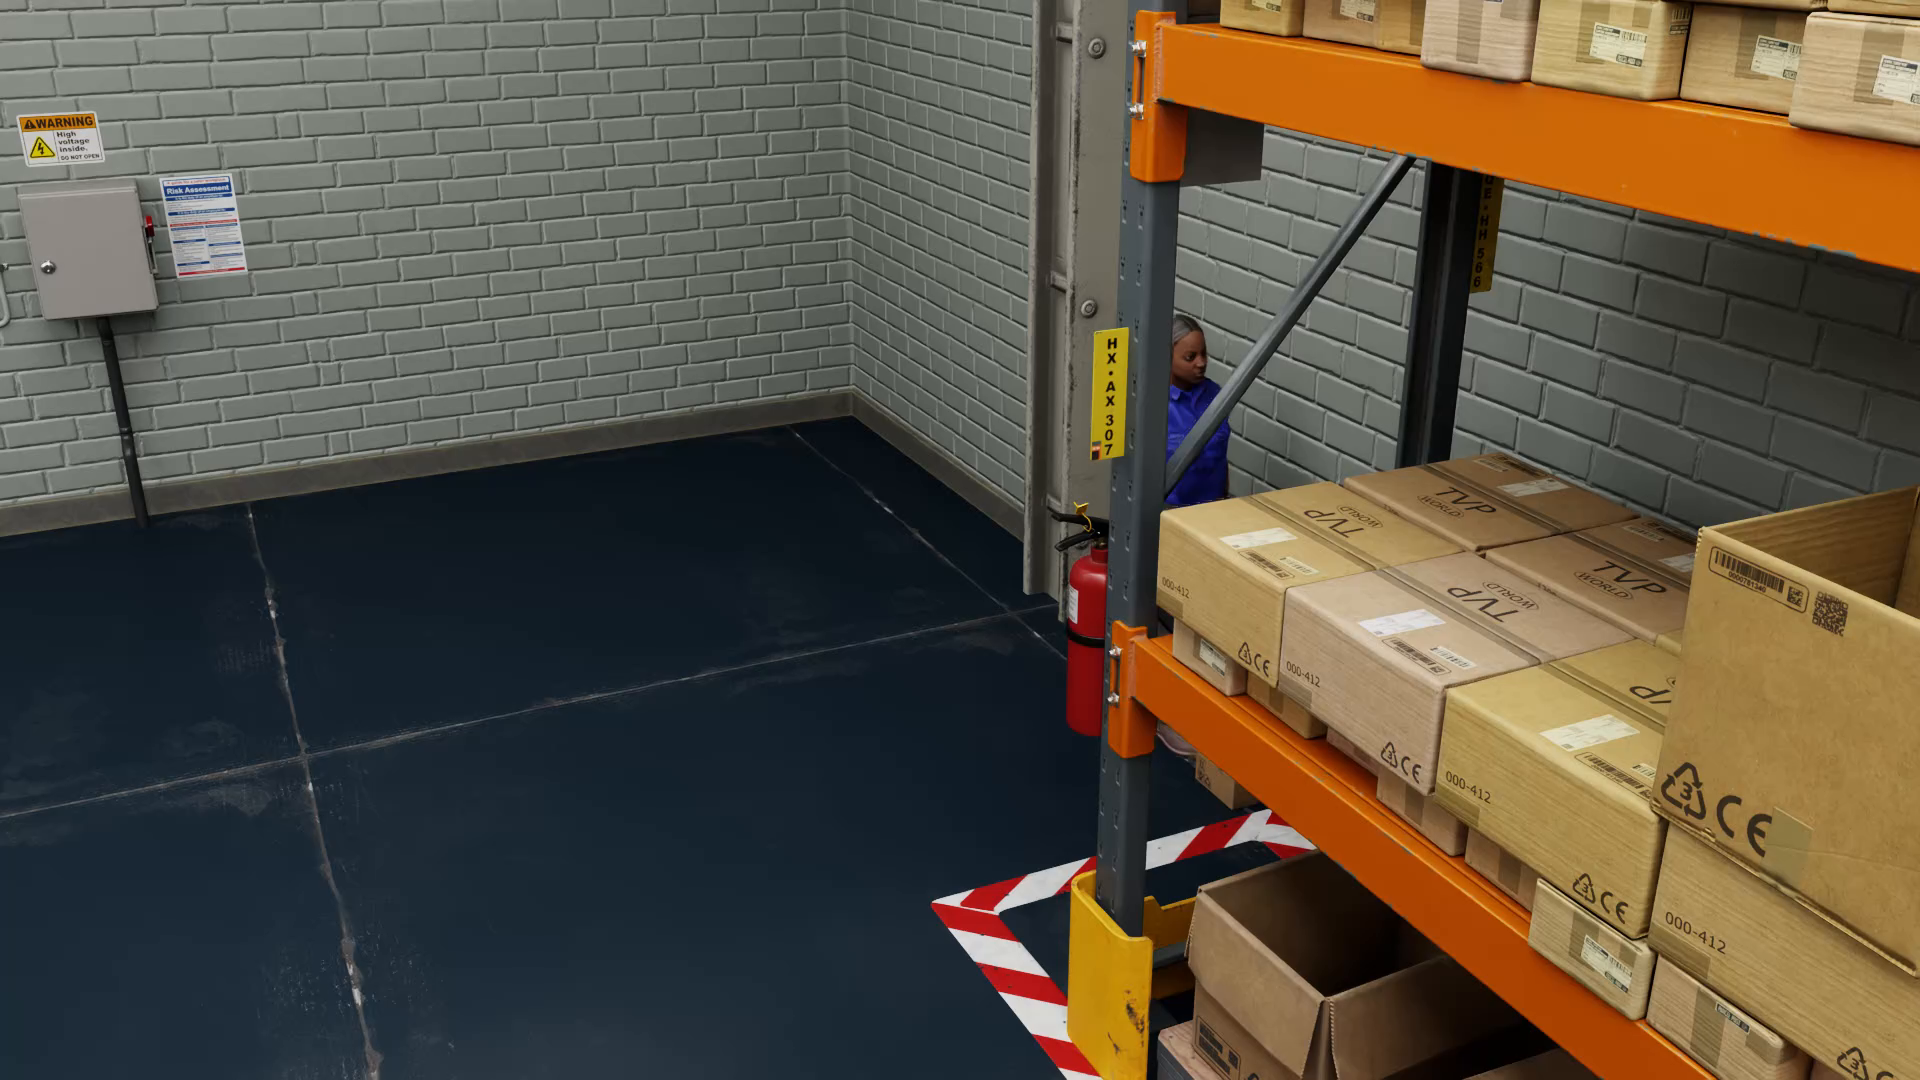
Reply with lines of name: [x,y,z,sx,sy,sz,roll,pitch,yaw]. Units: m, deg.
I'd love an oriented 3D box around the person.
person: [0.837,0.010,6.132,0.484,1.695,0.406,-13,26,-29]
